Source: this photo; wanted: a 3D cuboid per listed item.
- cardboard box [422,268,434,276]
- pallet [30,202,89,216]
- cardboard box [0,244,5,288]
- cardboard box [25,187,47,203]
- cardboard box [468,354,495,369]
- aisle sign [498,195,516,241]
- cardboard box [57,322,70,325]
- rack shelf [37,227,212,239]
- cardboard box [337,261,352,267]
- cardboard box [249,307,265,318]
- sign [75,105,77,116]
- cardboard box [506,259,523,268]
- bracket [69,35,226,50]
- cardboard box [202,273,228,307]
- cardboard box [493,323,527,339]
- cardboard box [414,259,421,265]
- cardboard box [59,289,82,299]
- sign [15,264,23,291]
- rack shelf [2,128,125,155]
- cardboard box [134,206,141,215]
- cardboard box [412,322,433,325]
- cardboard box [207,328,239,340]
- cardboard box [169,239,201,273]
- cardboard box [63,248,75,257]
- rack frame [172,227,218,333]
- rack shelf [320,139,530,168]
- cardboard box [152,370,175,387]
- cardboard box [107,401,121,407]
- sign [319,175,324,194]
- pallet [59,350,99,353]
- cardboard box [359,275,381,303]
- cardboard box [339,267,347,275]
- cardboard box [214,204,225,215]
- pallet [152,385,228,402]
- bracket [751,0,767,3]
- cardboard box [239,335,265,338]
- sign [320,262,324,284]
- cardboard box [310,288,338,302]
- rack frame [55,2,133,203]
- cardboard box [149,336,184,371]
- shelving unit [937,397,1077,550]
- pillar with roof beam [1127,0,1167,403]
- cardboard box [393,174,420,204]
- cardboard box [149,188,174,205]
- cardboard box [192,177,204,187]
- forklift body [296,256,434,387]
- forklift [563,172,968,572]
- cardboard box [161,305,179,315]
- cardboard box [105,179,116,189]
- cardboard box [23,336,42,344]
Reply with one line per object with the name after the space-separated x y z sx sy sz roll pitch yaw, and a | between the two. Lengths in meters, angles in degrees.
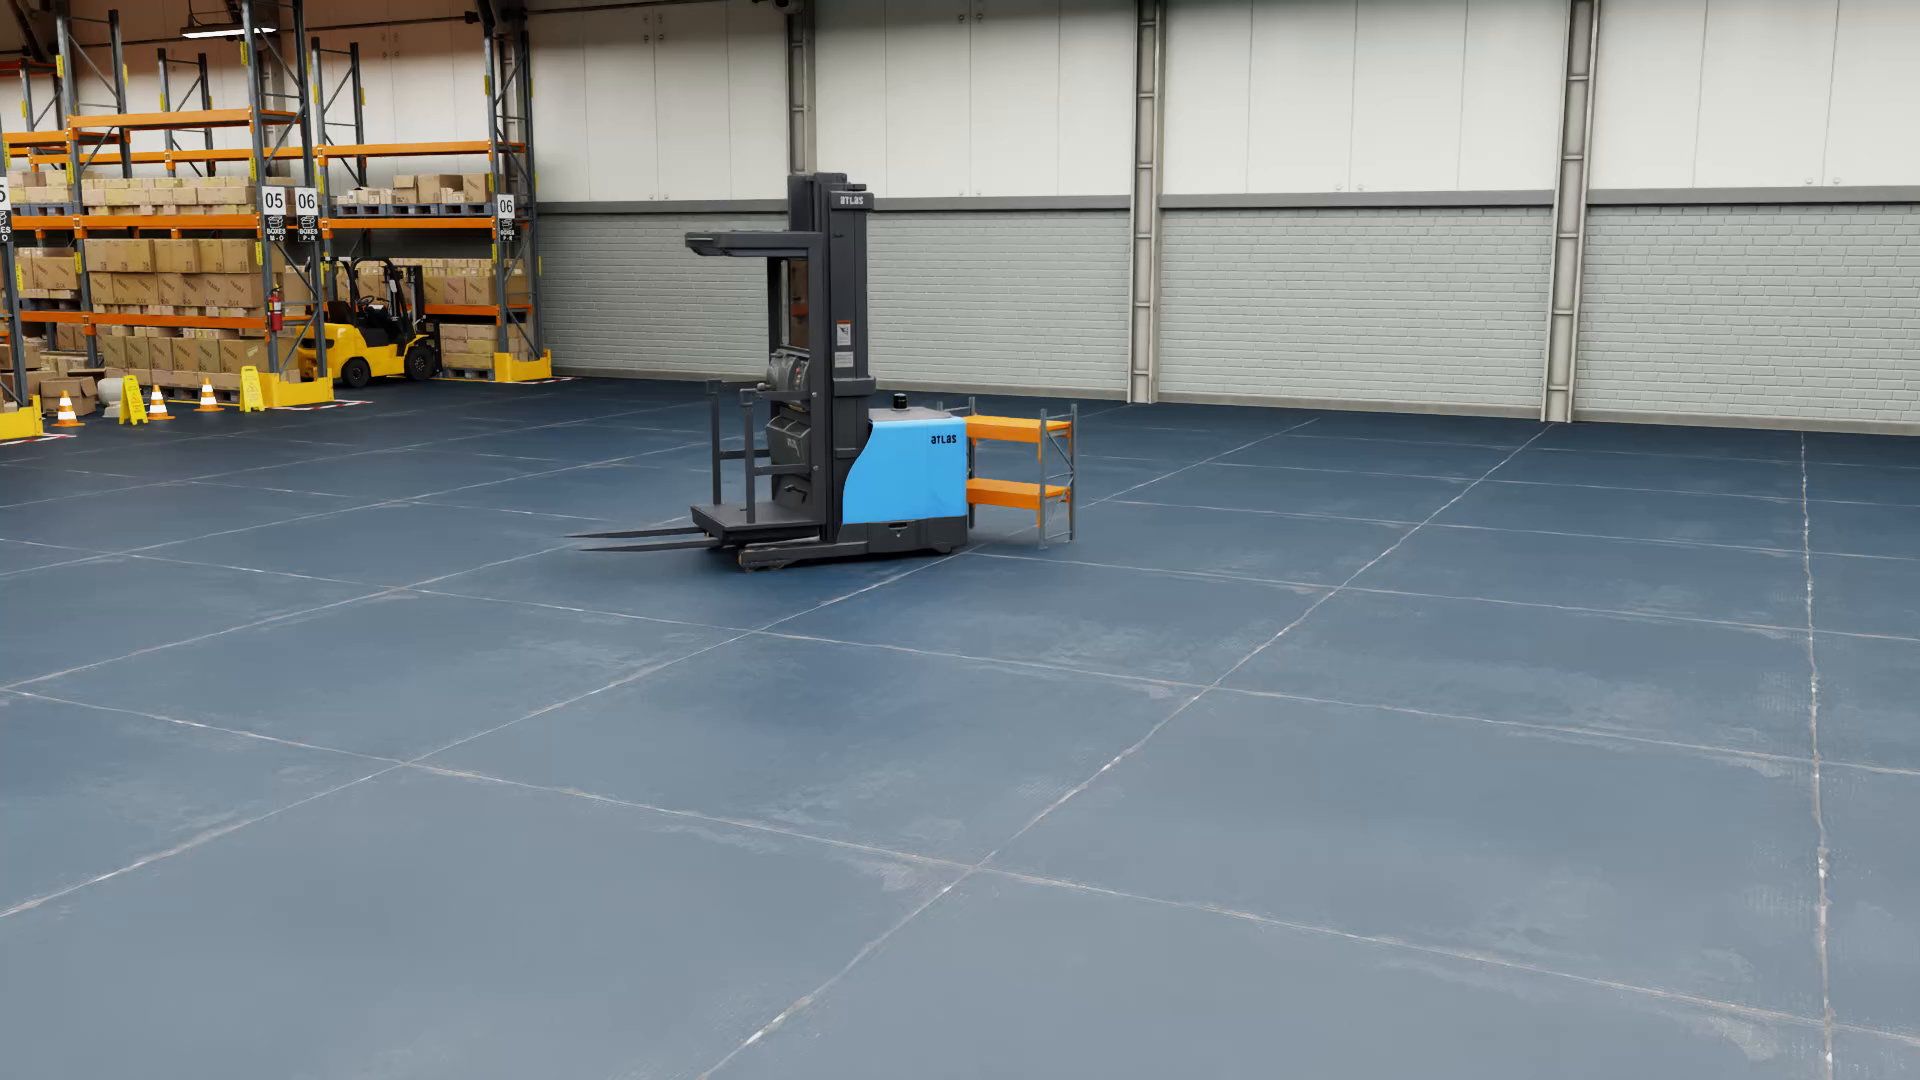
-9.348 -4.774 29.586 0.250 0.149 0.380 5 11 26 | cardboard box
-14.038 -5.298 26.684 1.003 0.211 1.213 5 11 26 | pallet
-12.360 -3.375 20.504 0.550 0.550 0.875 5 11 26 | cardboard box
-14.571 -5.521 26.632 0.500 0.250 0.500 5 11 27 | cardboard box
-8.313 -3.167 29.345 0.500 0.250 0.500 5 11 26 | cardboard box
-7.822 -5.553 28.693 0.004 0.787 0.394 5 11 26 | aisle sign
-18.309 -4.497 34.173 0.250 0.149 0.380 6 12 29 | cardboard box
-16.719 -6.236 33.363 4.000 0.370 1.077 5 11 26 | rack shelf
-11.184 -5.084 30.460 0.250 0.149 0.380 5 12 27 | cardboard box
-10.374 -3.405 24.827 0.250 0.149 0.380 5 12 28 | cardboard box
-18.273 -8.851 34.298 0.005 0.325 0.100 5 11 26 | sign
-7.958 -4.902 29.454 0.250 0.149 0.380 5 11 25 | cardboard box
-16.198 -9.900 33.057 4.783 0.066 0.076 5 11 26 | bracket
-11.000 -3.768 25.010 0.500 0.500 0.500 5 11 26 | cardboard box
-8.099 -3.740 29.707 0.500 0.250 0.500 5 11 25 | cardboard box
-9.544 -4.956 29.752 0.250 0.149 0.380 5 11 27 | cardboard box
-14.115 -3.928 26.537 0.250 0.149 0.380 5 11 27 | cardboard box
-11.793 -3.288 20.821 0.005 0.325 0.100 5 11 26 | sign
-15.325 -6.407 27.008 4.000 0.370 1.077 5 11 26 | rack shelf
-12.438 -5.057 25.531 0.250 0.149 0.380 5 11 24 | cardboard box
-9.671 -3.777 29.911 0.500 0.250 0.500 5 11 25 | cardboard box
-11.137 -3.115 25.132 0.250 0.149 0.380 5 12 27 | cardboard box
-11.453 -4.291 25.094 0.500 0.500 0.700 5 11 25 | cardboard box
-14.817 -4.733 27.340 0.250 0.149 0.380 6 12 29 | cardboard box
-14.926 -4.957 32.695 0.127 3.000 1.000 5 11 26 | rack frame
-9.545 -6.885 29.648 4.000 0.370 1.077 5 11 26 | rack shelf
-12.161 -2.531 25.833 0.500 0.250 0.500 5 11 25 | cardboard box
-12.013 -1.911 23.872 0.380 0.149 0.250 -7 12 -33 | cardboard box
-11.570 -6.439 30.129 0.005 0.325 0.100 5 11 26 | sign
-17.767 -3.842 34.364 1.213 0.211 1.003 5 11 26 | pallet
-10.582 -4.576 30.309 0.500 0.500 0.500 5 12 27 | cardboard box
-11.169 -4.943 30.516 0.250 0.149 0.380 5 11 25 | cardboard box
-10.849 -4.910 24.719 0.250 0.149 0.380 5 12 28 | cardboard box
-11.815 -2.333 26.029 1.213 0.211 1.003 5 11 26 | pallet
-3.126 -8.752 26.711 0.430 0.232 0.235 5 11 26 | bracket
-11.038 -2.906 25.800 0.500 0.500 0.500 5 11 24 | cardboard box
-9.704 -4.046 25.232 0.005 0.325 0.100 5 11 26 | sign
-11.906 -4.566 30.956 0.500 0.250 0.500 5 12 27 | cardboard box
-13.532 -6.801 26.038 0.127 3.000 1.000 5 11 26 | rack frame
-12.172 -2.900 25.767 0.500 0.500 0.500 6 12 29 | cardboard box
0.380 -0.566 13.697 1.048 1.125 0.538 7 13 35 | shelving unit
0.879 -5.844 20.753 0.400 9.000 9.100 5 11 26 | pillar with roof beam
-9.638 -6.254 29.690 0.637 0.503 0.797 5 12 28 | cardboard box
-11.894 -5.199 25.195 0.500 0.250 0.500 5 11 26 | cardboard box
-11.250 -5.350 24.911 0.250 0.149 0.380 5 11 26 | cardboard box
-10.259 -3.767 28.503 1.214 2.155 2.313 5 11 26 | forklift body
-1.506 -1.312 12.751 3.031 2.935 1.130 -4 11 -23 | forklift
-12.010 -3.531 25.524 0.250 0.149 0.380 5 11 26 | cardboard box
-12.915 -5.478 25.621 0.250 0.149 0.380 5 11 24 | cardboard box
-19.463 -4.158 34.782 0.258 0.266 0.396 5 12 28 | cardboard box
